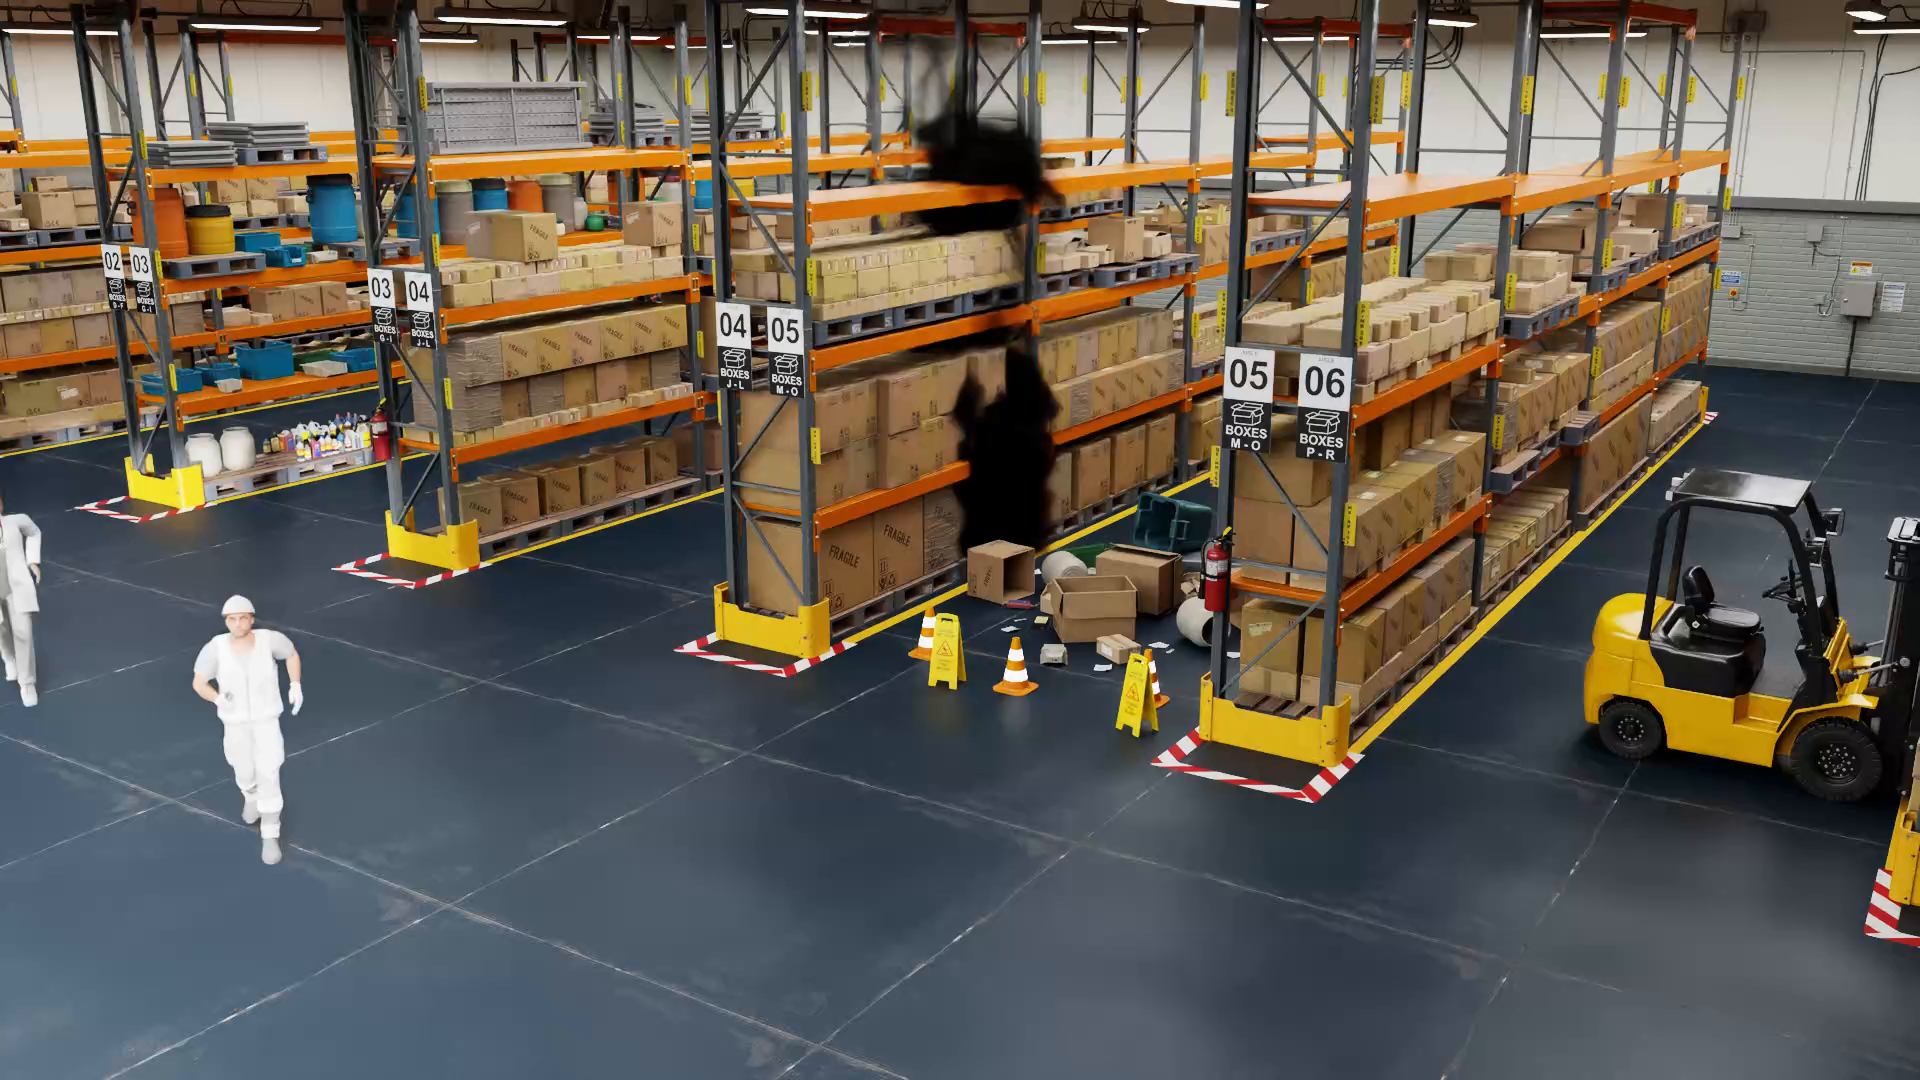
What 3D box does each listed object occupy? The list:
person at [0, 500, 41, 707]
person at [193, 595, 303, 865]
[{"bbox_3d":[-8.207,0.488,14.275,0.660,1.709,1.017,-7,17,-24],"label":"person"},{"bbox_3d":[-4.861,1.232,11.428,0.682,1.807,0.883,-6,17,-20],"label":"person"}]
